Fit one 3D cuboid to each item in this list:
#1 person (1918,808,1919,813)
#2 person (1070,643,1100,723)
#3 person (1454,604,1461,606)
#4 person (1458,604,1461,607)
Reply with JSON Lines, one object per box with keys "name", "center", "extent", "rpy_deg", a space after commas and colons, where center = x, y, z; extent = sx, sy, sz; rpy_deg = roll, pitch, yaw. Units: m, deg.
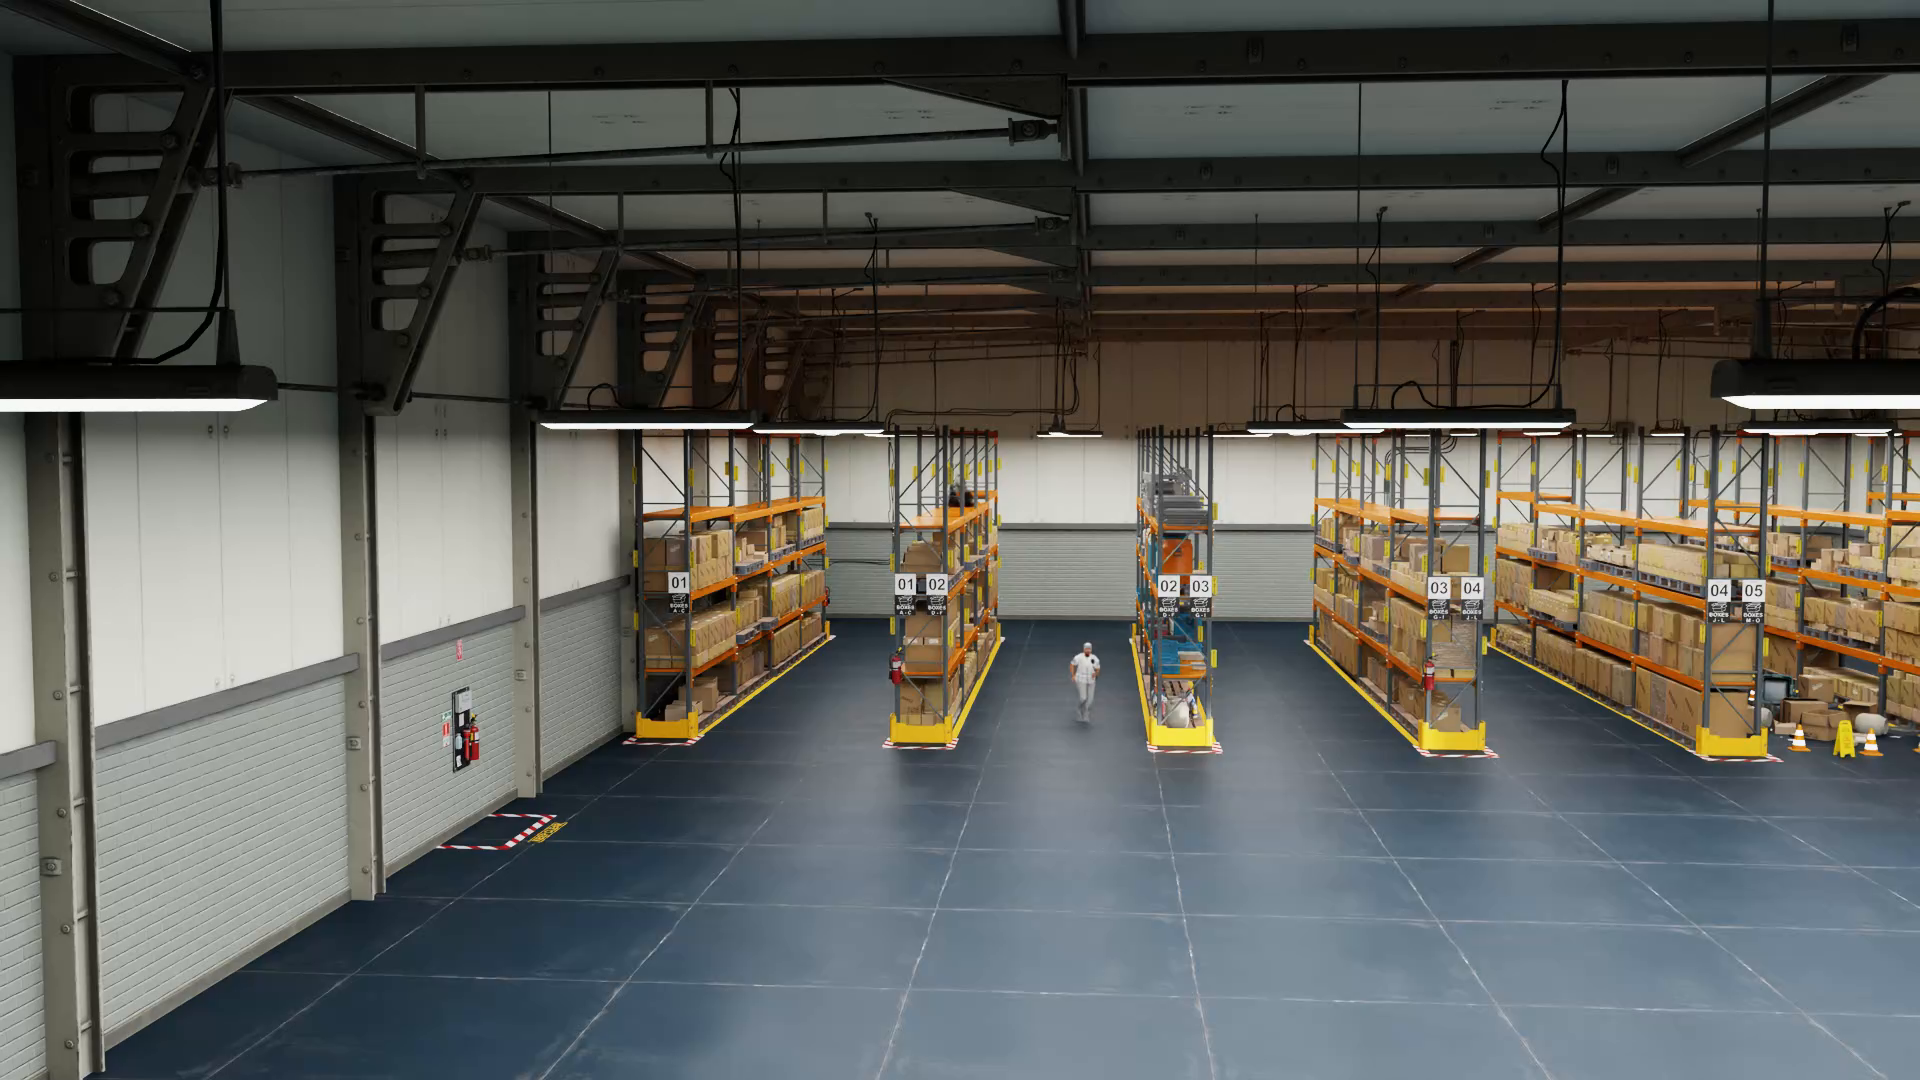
{"name": "person", "center": [14.342, 3.448, 24.285], "extent": [0.540, 1.639, 0.594], "rpy_deg": [3, 4, 39]}
{"name": "person", "center": [2.544, 2.880, 33.551], "extent": [0.576, 1.631, 0.721], "rpy_deg": [0, 3, -8]}
{"name": "person", "center": [13.630, 2.120, 46.188], "extent": [0.713, 1.696, 0.746], "rpy_deg": [2, 4, 25]}
{"name": "person", "center": [13.948, 2.104, 46.751], "extent": [0.787, 1.662, 0.595], "rpy_deg": [-2, 4, -34]}
